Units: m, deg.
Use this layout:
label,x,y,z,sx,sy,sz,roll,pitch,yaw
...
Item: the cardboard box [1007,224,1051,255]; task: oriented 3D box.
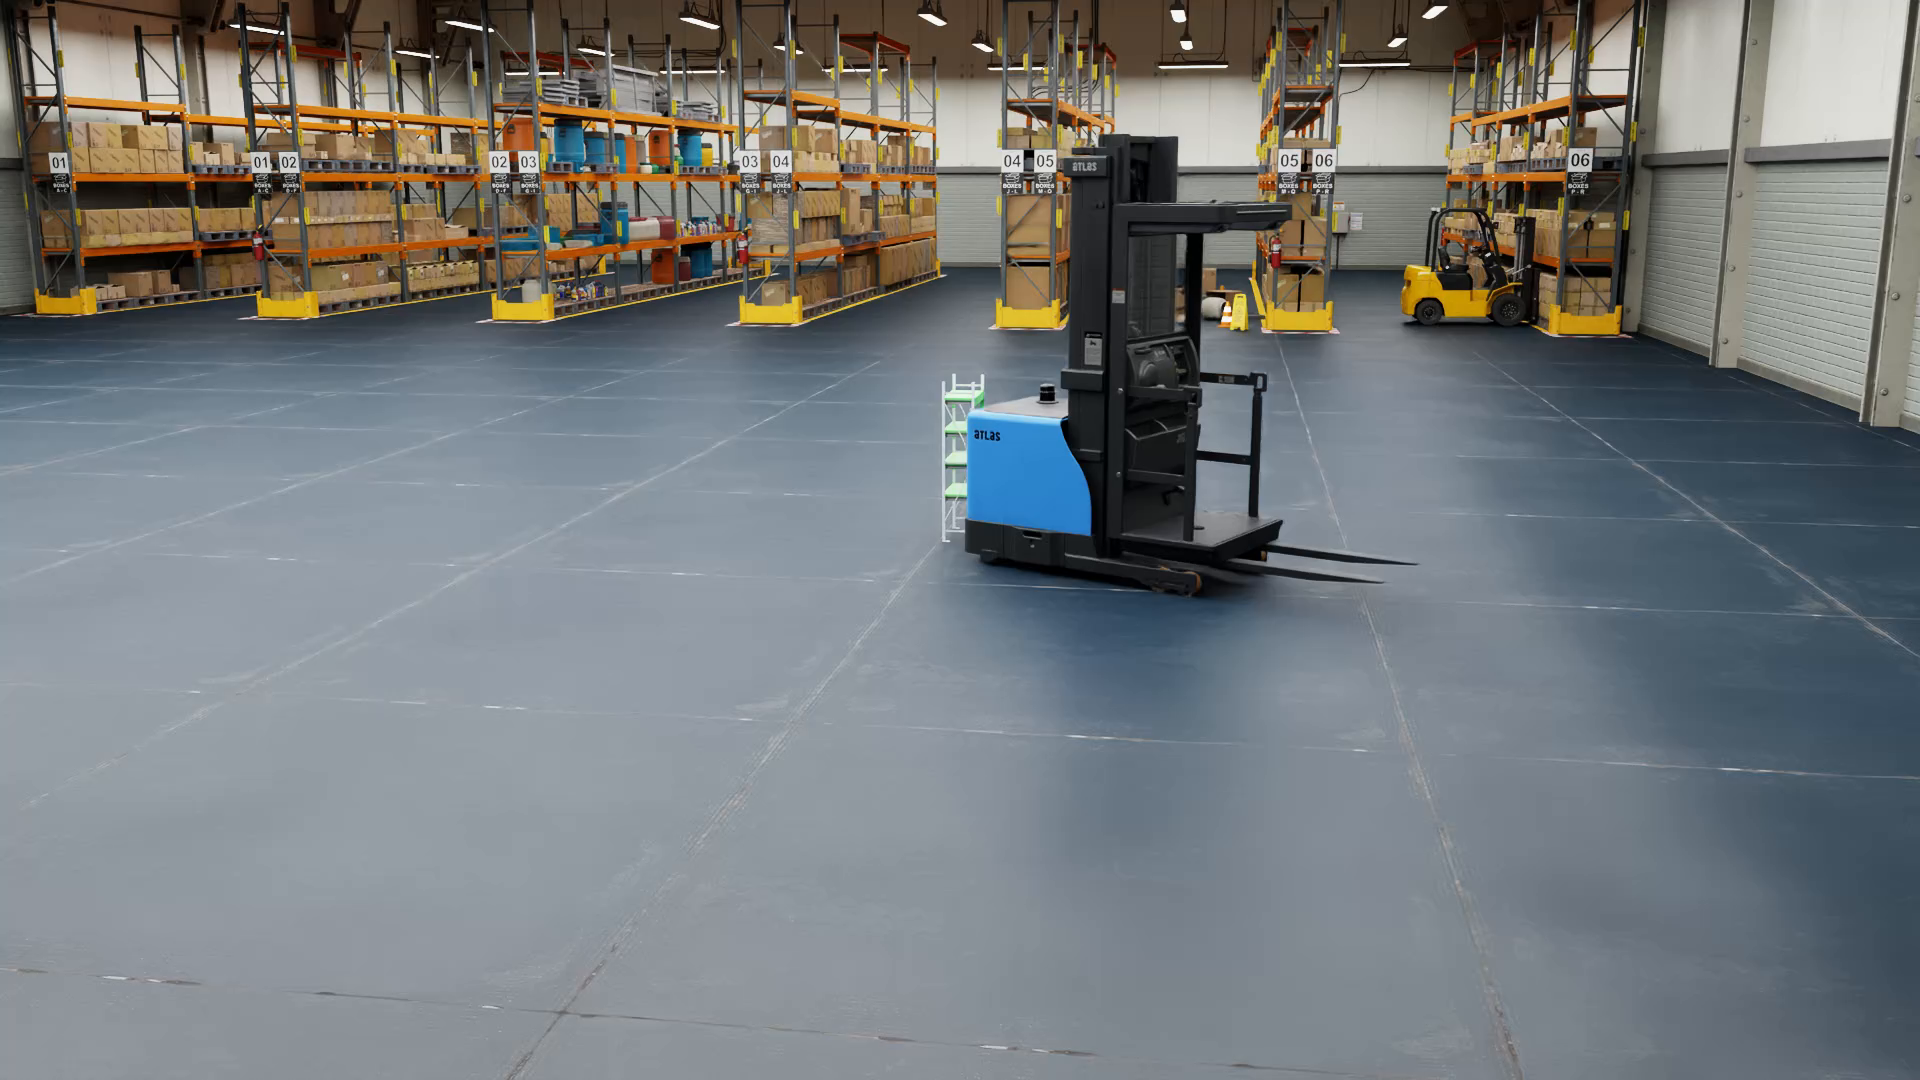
label,x,y,z,sx,sy,sz,roll,pitch,yaw
cardboard box,1.274,-5.589,30.952,0.875,0.550,0.550,2,12,9

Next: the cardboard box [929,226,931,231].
label,x,y,z,sx,sy,sz,roll,pitch,yaw
cardboard box,-1.010,-8.583,45.798,0.380,0.149,0.250,2,12,10

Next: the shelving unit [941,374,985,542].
label,x,y,z,sx,sy,sz,roll,pitch,yaw
shelving unit,0.025,-0.621,12.527,0.258,1.200,0.503,2,12,9

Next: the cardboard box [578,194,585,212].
label,x,y,z,sx,sy,sz,roll,pitch,yaw
cardboard box,-10.899,-9.494,46.817,0.500,0.500,0.500,2,12,10

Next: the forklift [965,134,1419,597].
label,x,y,z,sx,sy,sz,roll,pitch,yaw
forklift,1.537,-1.192,11.069,3.031,2.935,1.130,8,15,34

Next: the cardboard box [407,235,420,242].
label,x,y,z,sx,sy,sz,roll,pitch,yaw
cardboard box,-12.458,-6.828,37.654,0.380,0.149,0.250,2,12,9

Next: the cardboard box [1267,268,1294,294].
label,x,y,z,sx,sy,sz,roll,pitch,yaw
cardboard box,6.356,-5.132,32.938,0.500,0.500,0.500,2,12,11

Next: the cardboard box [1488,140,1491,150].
label,x,y,z,sx,sy,sz,roll,pitch,yaw
cardboard box,12.940,-9.515,40.079,0.396,0.266,0.258,2,12,8

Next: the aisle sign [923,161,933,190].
label,x,y,z,sx,sy,sz,roll,pitch,yaw
aisle sign,-0.855,-10.226,46.651,0.394,0.787,0.004,2,12,9

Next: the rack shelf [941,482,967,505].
label,x,y,z,sx,sy,sz,roll,pitch,yaw
rack shelf,0.025,-0.324,12.591,0.258,0.148,0.480,2,12,9

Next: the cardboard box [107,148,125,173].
label,x,y,z,sx,sy,sz,roll,pitch,yaw
cardboard box,-17.814,-7.906,34.652,0.500,0.500,0.500,2,12,11

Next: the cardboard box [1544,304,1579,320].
label,x,y,z,sx,sy,sz,roll,pitch,yaw
cardboard box,10.834,-4.107,29.960,0.500,0.250,0.500,2,12,9

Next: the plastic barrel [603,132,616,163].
label,x,y,z,sx,sy,sz,roll,pitch,yaw
plastic barrel,-7.938,-8.572,36.841,0.600,0.901,0.600,0,12,0

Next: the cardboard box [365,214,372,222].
label,x,y,z,sx,sy,sz,roll,pitch,yaw
cardboard box,-12.784,-6.864,35.446,0.380,0.149,0.250,2,12,8

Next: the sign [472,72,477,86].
label,x,y,z,sx,sy,sz,roll,pitch,yaw
sign,-11.632,-11.055,39.839,0.100,0.325,0.005,2,12,9

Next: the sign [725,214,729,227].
label,x,y,z,sx,sy,sz,roll,pitch,yaw
sign,-6.129,-8.394,43.668,0.100,0.325,0.005,2,12,9

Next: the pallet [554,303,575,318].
label,x,y,z,sx,sy,sz,roll,pitch,yaw
pallet,-8.422,-4.602,33.349,1.003,0.211,1.213,2,12,9

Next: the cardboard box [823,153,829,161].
label,x,y,z,sx,sy,sz,roll,pitch,yaw
cardboard box,-2.874,-7.796,33.840,0.380,0.149,0.250,1,12,7

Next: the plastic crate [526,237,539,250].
label,x,y,z,sx,sy,sz,roll,pitch,yaw
plastic crate,-8.631,-5.956,33.361,0.499,0.251,0.408,2,12,9

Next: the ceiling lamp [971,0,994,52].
label,x,y,z,sx,sy,sz,roll,pitch,yaw
ceiling lamp,0.817,-13.640,40.570,0.800,3.185,2.000,2,12,9

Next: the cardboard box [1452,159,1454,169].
label,x,y,z,sx,sy,sz,roll,pitch,yaw
cardboard box,13.139,-9.817,43.455,0.500,0.250,0.500,2,12,10

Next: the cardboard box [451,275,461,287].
label,x,y,z,sx,sy,sz,roll,pitch,yaw
cardboard box,-12.177,-6.138,39.383,0.500,0.250,0.500,2,12,10

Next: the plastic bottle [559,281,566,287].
label,x,y,z,sx,sy,sz,roll,pitch,yaw
plastic bottle,-8.465,-5.338,35.387,0.144,0.351,0.185,1,12,6

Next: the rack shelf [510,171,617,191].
label,x,y,z,sx,sy,sz,roll,pitch,yaw
rack shelf,-8.210,-7.310,33.882,1.077,0.370,4.000,2,12,9

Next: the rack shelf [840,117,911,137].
label,x,y,z,sx,sy,sz,roll,pitch,yaw
rack shelf,-2.085,-10.086,40.591,1.077,0.370,4.000,2,12,9

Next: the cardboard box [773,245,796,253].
label,x,y,z,sx,sy,sz,roll,pitch,yaw
cardboard box,-3.344,-5.548,31.712,0.380,0.149,0.250,2,12,9

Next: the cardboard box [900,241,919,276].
label,x,y,z,sx,sy,sz,roll,pitch,yaw
cardboard box,-1.597,-7.418,43.842,0.875,0.875,0.875,2,12,9

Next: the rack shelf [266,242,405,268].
label,x,y,z,sx,sy,sz,roll,pitch,yaw
rack shelf,-13.104,-6.005,34.946,1.077,0.370,4.000,2,12,9

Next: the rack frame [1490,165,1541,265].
label,x,y,z,sx,sy,sz,roll,pitch,yaw
rack frame,12.304,-6.803,36.941,1.000,3.000,0.127,2,12,9

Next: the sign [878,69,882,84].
label,x,y,z,sx,sy,sz,roll,pitch,yaw
sign,-1.855,-10.697,38.362,0.100,0.325,0.005,2,12,9

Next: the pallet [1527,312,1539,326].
label,x,y,z,sx,sy,sz,roll,pitch,yaw
pallet,11.340,-4.188,31.427,1.003,0.211,1.213,2,12,9

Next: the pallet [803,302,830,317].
label,x,y,z,sx,sy,sz,roll,pitch,yaw
pallet,-3.262,-4.693,33.767,1.003,0.211,1.213,2,12,9

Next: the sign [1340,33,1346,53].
label,x,y,z,sx,sy,sz,roll,pitch,yaw
sign,6.705,-8.708,29.135,0.100,0.325,0.005,2,12,9

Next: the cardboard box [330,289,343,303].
label,x,y,z,sx,sy,sz,roll,pitch,yaw
cardboard box,-13.036,-5.010,34.152,0.500,0.250,0.500,2,12,9

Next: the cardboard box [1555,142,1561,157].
label,x,y,z,sx,sy,sz,roll,pitch,yaw
cardboard box,10.940,-7.028,29.948,0.396,0.266,0.258,2,12,9

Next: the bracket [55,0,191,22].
label,x,y,z,sx,sy,sz,roll,pitch,yaw
bracket,-18.243,-11.578,36.311,0.076,0.066,4.783,2,12,9

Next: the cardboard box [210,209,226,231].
label,x,y,z,sx,sy,sz,roll,pitch,yaw
cardboard box,-17.486,-7.418,38.512,0.700,0.500,0.500,3,13,14

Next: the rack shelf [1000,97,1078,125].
label,x,y,z,sx,sy,sz,roll,pitch,yaw
rack shelf,1.570,-8.239,32.020,1.077,0.370,4.000,2,12,9

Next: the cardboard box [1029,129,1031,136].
label,x,y,z,sx,sy,sz,roll,pitch,yaw
cardboard box,1.136,-7.717,31.530,0.380,0.149,0.250,2,12,9

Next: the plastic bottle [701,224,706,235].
label,x,y,z,sx,sy,sz,roll,pitch,yaw
plastic bottle,-6.567,-7.915,42.395,0.152,0.276,0.135,2,12,9

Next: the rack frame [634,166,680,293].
label,x,y,z,sx,sy,sz,roll,pitch,yaw
rack frame,-7.287,-7.445,39.918,1.000,3.000,0.127,2,12,9

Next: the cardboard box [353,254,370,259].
label,x,y,z,sx,sy,sz,roll,pitch,yaw
cardboard box,-16.432,-7.613,44.806,0.750,0.750,0.750,2,12,9

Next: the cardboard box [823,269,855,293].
label,x,y,z,sx,sy,sz,roll,pitch,yaw
cardboard box,-2.715,-5.787,37.115,0.700,0.500,0.500,1,12,4

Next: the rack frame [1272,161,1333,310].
label,x,y,z,sx,sy,sz,roll,pitch,yaw
rack frame,6.169,-5.298,29.956,1.000,3.000,0.127,2,12,9

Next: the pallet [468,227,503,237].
label,x,y,z,sx,sy,sz,roll,pitch,yaw
pallet,-12.146,-7.656,41.352,1.213,0.211,1.003,2,12,9

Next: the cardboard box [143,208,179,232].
label,x,y,z,sx,sy,sz,roll,pitch,yaw
cardboard box,-17.530,-7.024,36.492,0.500,0.500,0.500,2,12,8

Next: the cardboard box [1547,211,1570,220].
label,x,y,z,sx,sy,sz,roll,pitch,yaw
cardboard box,10.984,-5.945,30.478,0.380,0.149,0.250,2,12,10

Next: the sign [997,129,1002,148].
label,x,y,z,sx,sy,sz,roll,pitch,yaw
sign,0.728,-7.318,30.297,0.100,0.325,0.005,2,12,9

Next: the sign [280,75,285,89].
label,x,y,z,sx,sy,sz,roll,pitch,yaw
sign,-16.538,-11.178,40.596,0.100,0.325,0.005,2,12,9
